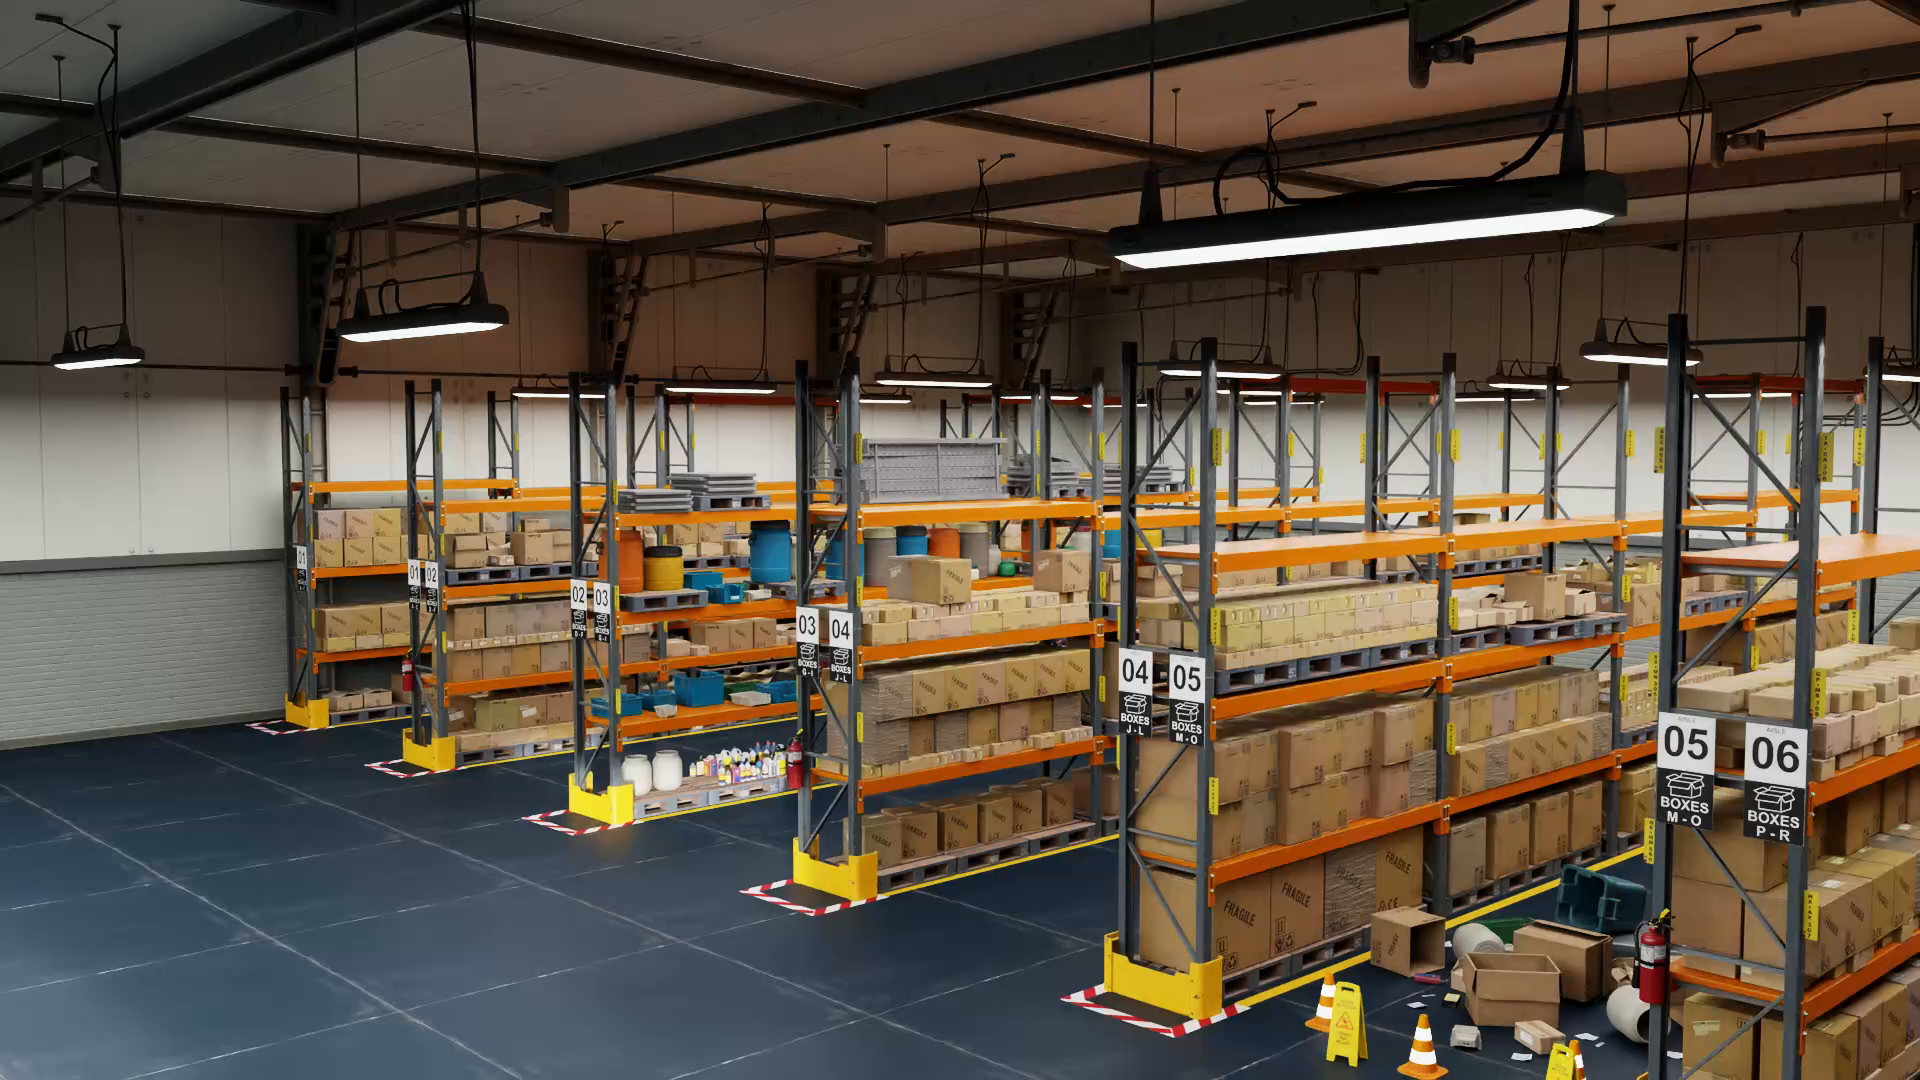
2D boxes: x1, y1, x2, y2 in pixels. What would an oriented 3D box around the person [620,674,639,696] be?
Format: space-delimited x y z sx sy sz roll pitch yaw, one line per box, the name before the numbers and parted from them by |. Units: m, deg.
person | -6.063 2.339 30.794 0.669 1.731 0.671 2 4 30
